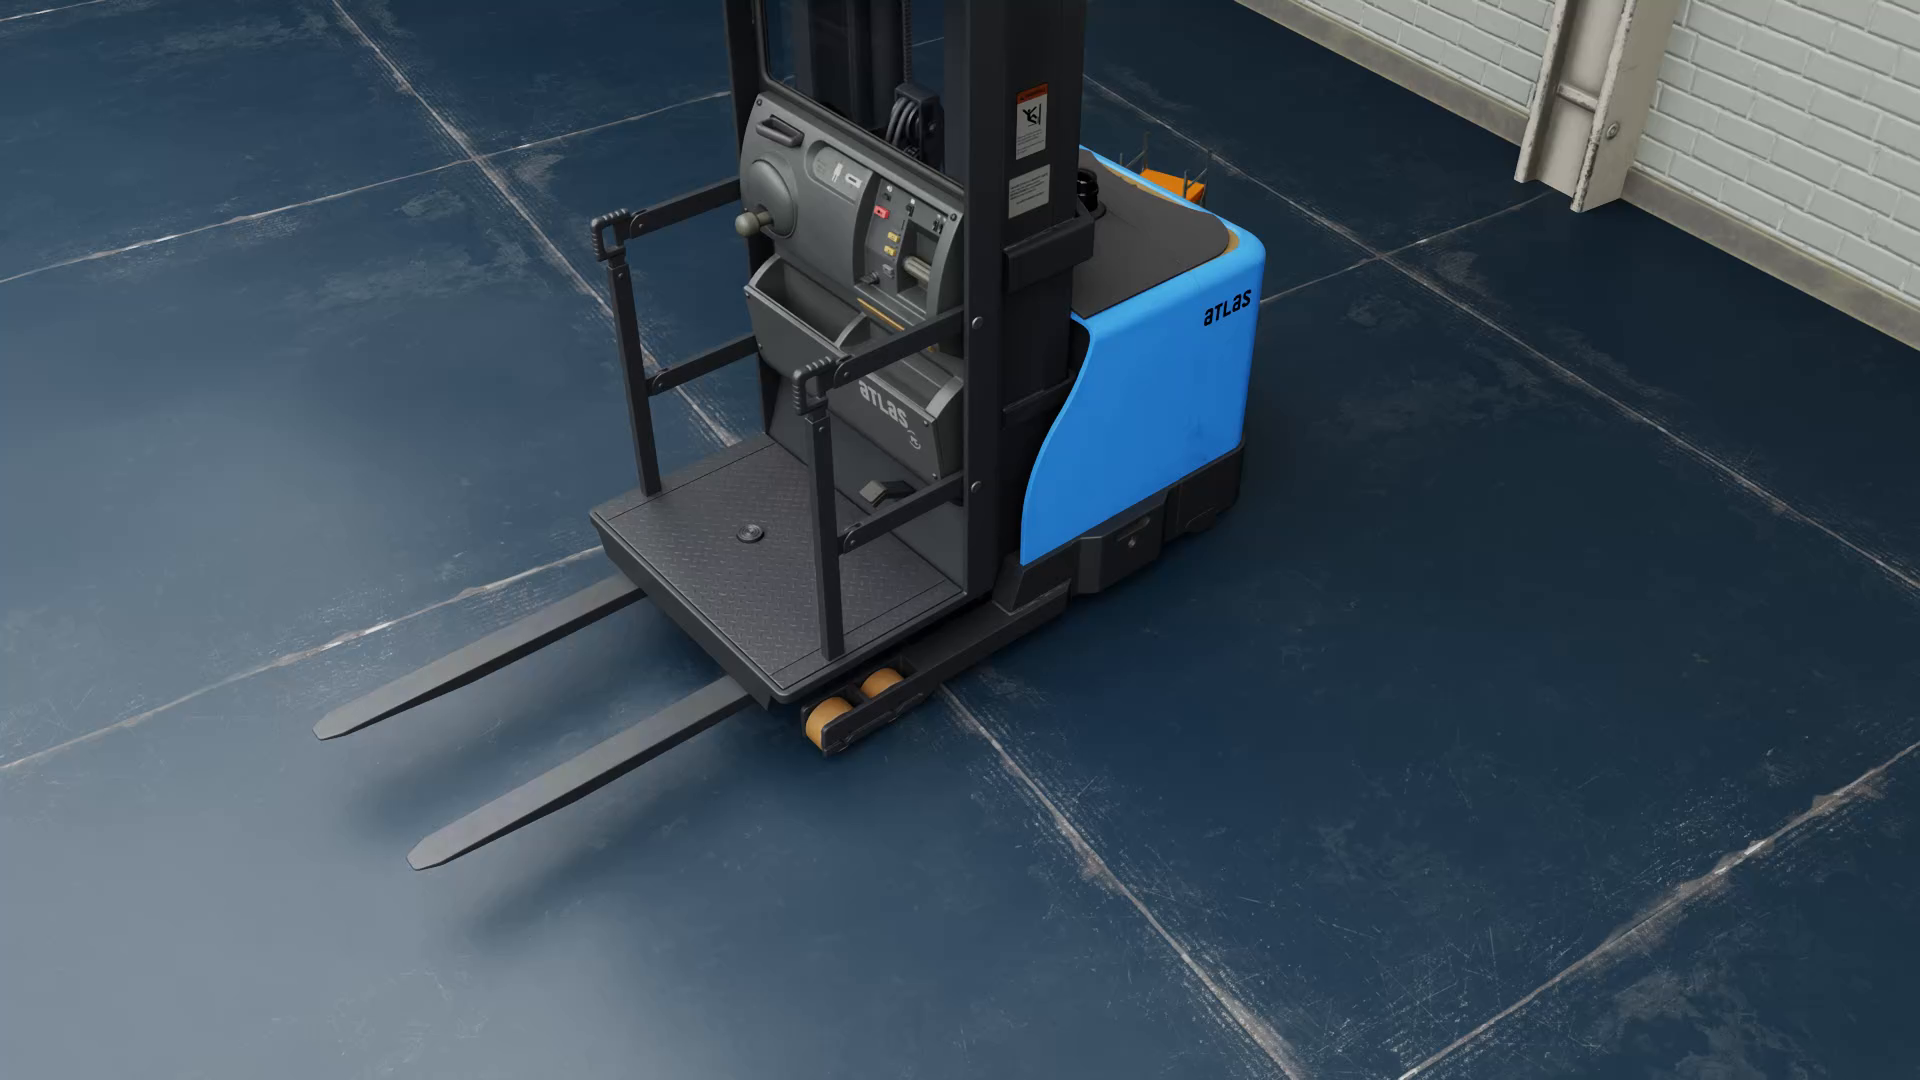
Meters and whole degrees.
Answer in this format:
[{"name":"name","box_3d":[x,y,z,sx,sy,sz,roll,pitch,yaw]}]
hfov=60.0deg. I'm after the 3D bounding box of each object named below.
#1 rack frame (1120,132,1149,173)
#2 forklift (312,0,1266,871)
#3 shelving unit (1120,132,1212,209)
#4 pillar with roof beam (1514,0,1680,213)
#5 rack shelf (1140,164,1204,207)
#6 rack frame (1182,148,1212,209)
[{"name":"rack frame","box_3d":[0.605,-0.973,6.098,0.008,1.050,0.200,22,44,24]},{"name":"forklift","box_3d":[-0.479,-0.871,4.506,3.031,2.935,1.130,-28,47,-29]},{"name":"shelving unit","box_3d":[0.709,-0.932,6.048,0.252,1.050,0.215,22,44,24]},{"name":"pillar with roof beam","box_3d":[-0.806,-3.614,3.057,9.100,9.000,0.400,-22,45,-24]},{"name":"rack shelf","box_3d":[0.709,-1.142,5.873,0.240,0.259,0.215,22,44,24]},{"name":"rack frame","box_3d":[0.812,-0.890,5.998,0.008,1.050,0.200,22,44,24]}]
